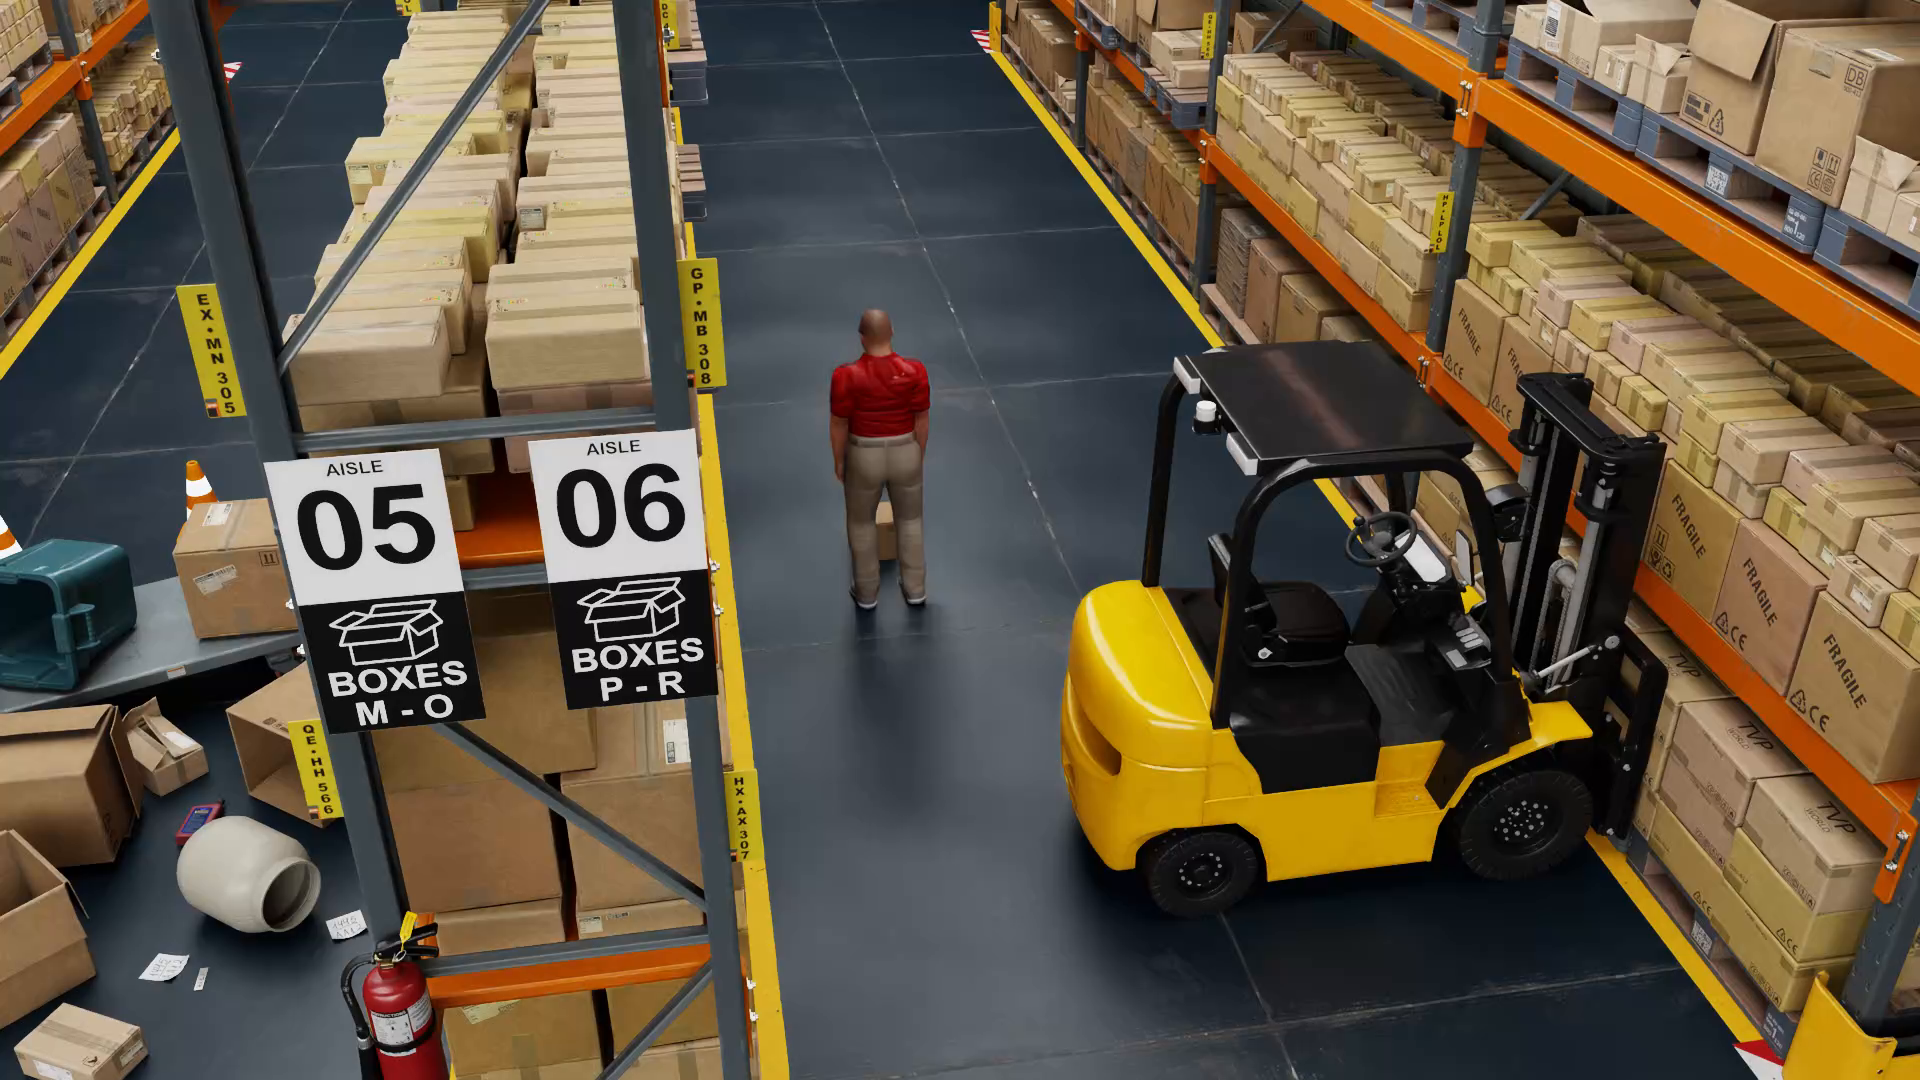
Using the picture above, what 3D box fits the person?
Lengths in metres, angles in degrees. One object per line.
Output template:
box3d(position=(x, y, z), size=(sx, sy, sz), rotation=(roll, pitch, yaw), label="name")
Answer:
box3d(position=(-0.431, -0.432, 8.905), size=(0.529, 1.727, 0.359), rotation=(-6, 31, -10), label="person")
